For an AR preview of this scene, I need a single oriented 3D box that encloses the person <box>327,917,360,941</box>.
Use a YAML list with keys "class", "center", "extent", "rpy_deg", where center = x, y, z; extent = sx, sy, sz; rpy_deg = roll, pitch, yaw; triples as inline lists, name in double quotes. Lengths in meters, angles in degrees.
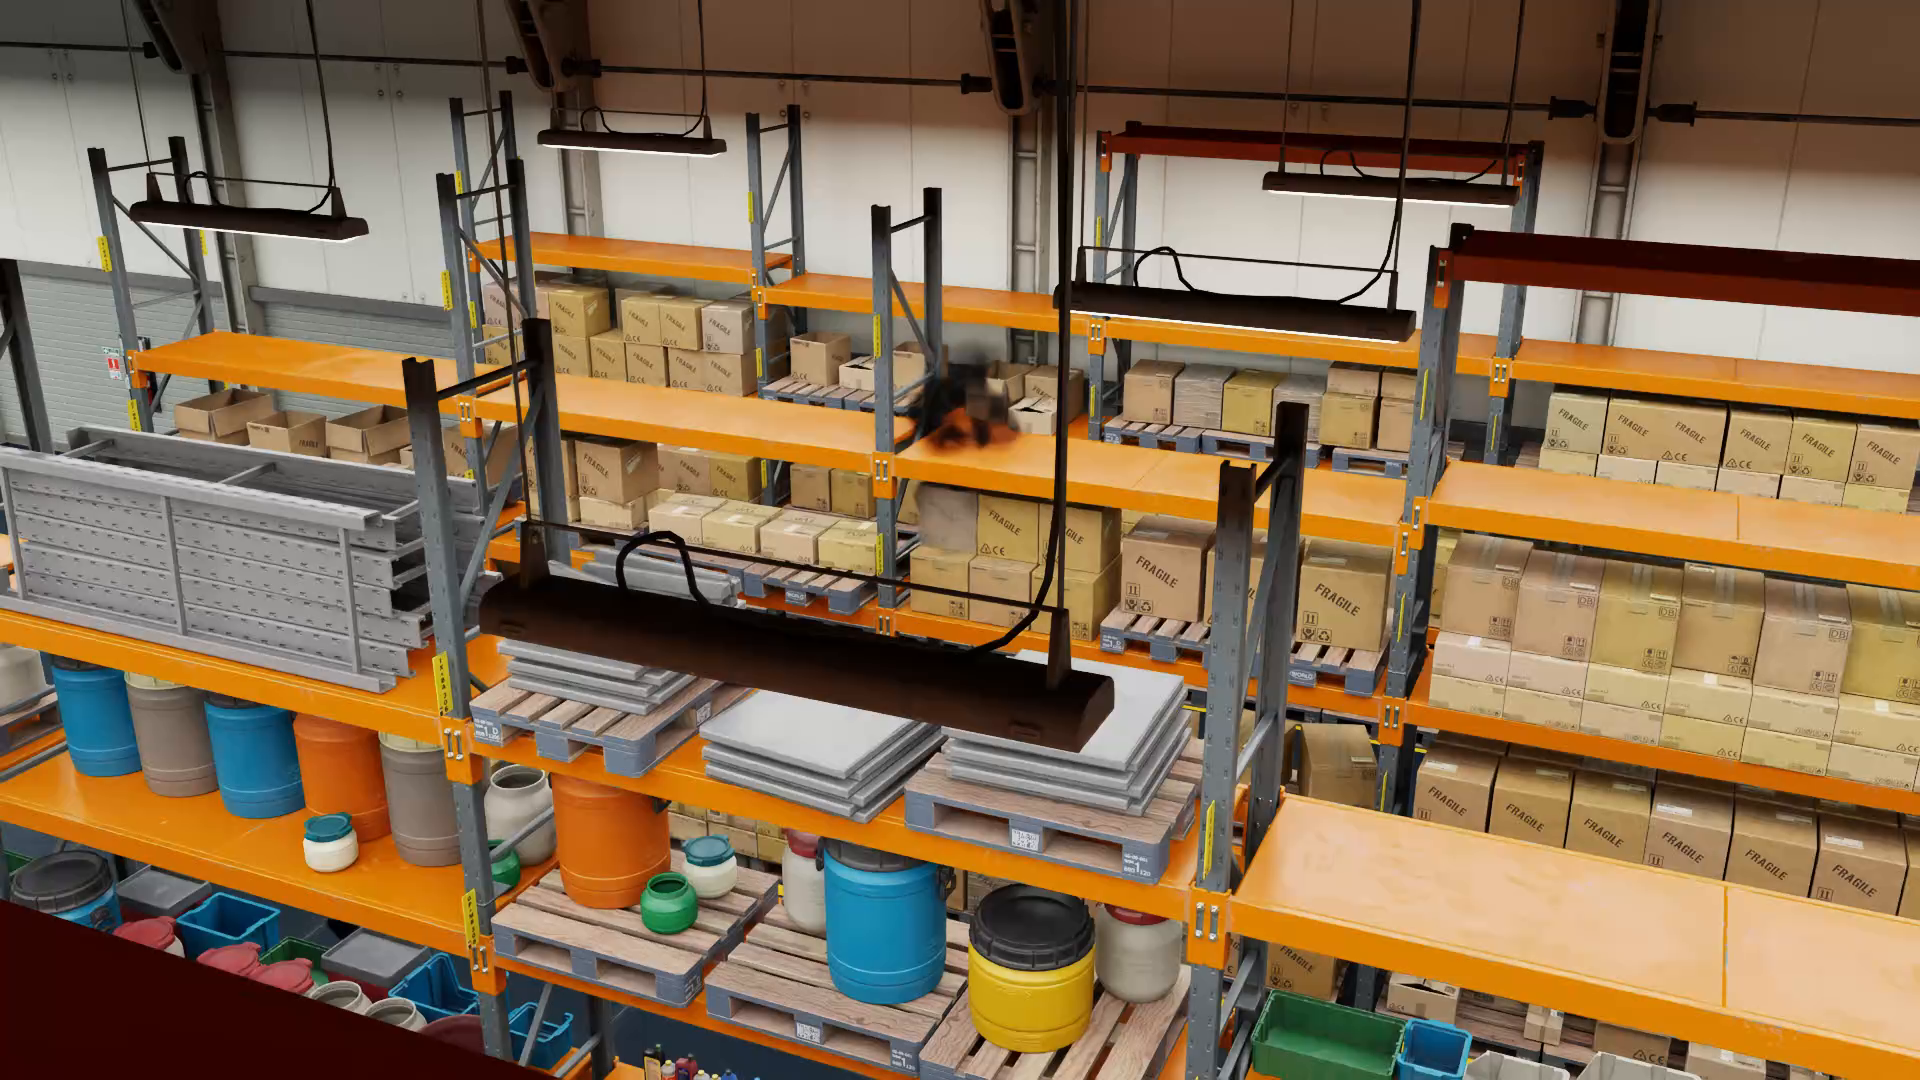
- class: "person"
  center: [-4.731, 2.817, 12.906]
  extent: [0.663, 1.621, 0.515]
  rpy_deg: [4, 21, 11]
